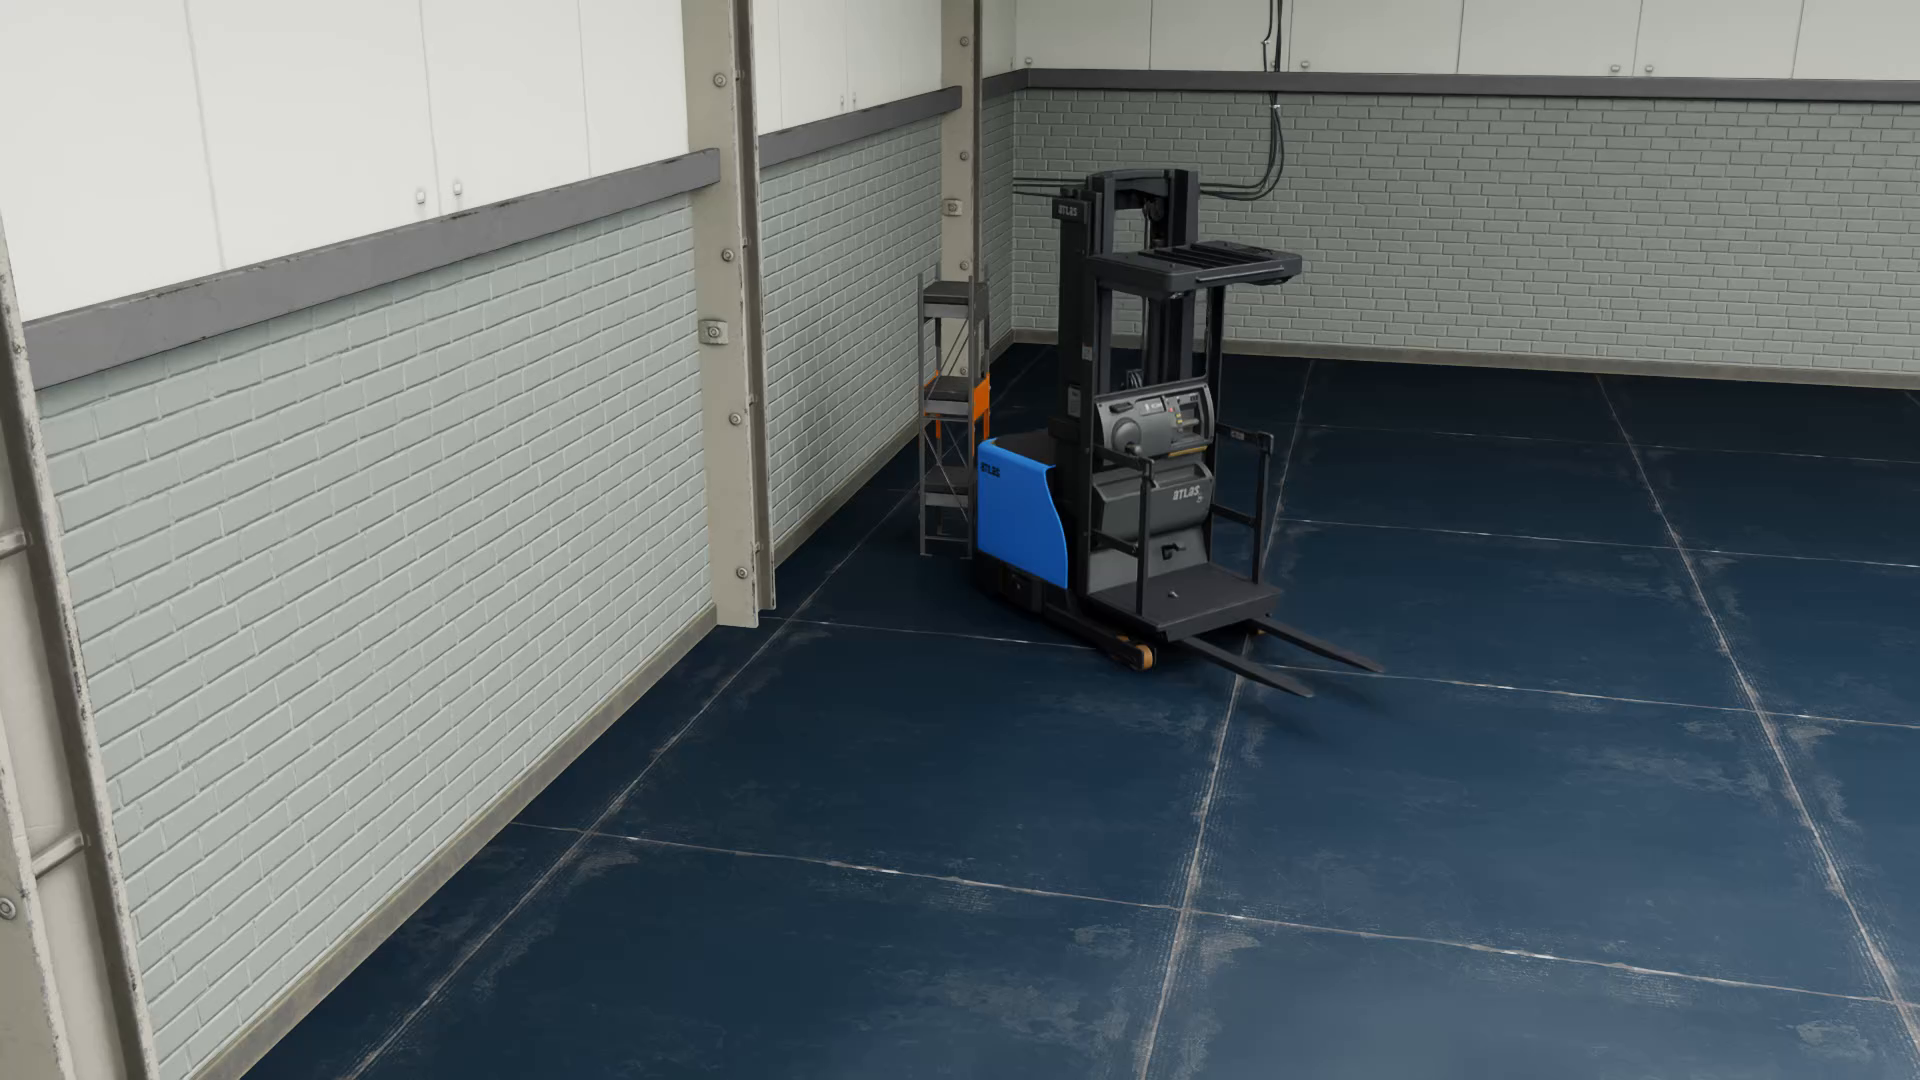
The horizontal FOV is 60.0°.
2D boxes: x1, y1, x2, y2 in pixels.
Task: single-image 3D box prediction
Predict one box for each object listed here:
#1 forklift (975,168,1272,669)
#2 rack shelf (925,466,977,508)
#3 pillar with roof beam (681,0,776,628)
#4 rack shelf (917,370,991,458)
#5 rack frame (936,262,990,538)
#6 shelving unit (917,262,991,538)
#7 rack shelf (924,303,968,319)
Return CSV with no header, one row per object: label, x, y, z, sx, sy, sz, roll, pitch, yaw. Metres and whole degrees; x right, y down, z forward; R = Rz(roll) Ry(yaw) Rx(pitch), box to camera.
forklift,1.364,-0.750,10.348,1.130,2.935,3.031,-13,23,-33
rack shelf,-0.040,-0.396,12.383,0.368,0.174,0.457,5,19,13
pillar with roof beam,2.724,-3.411,8.752,9.100,9.000,0.400,5,19,13
rack shelf,-0.040,-0.929,12.201,0.431,0.518,0.480,5,19,13
rack frame,0.019,-1.018,12.420,0.400,2.100,0.015,5,19,13
shelving unit,-0.039,-0.944,12.202,0.431,2.100,0.492,5,19,13
rack shelf,-0.040,-1.686,11.942,0.332,0.100,0.442,5,19,13
